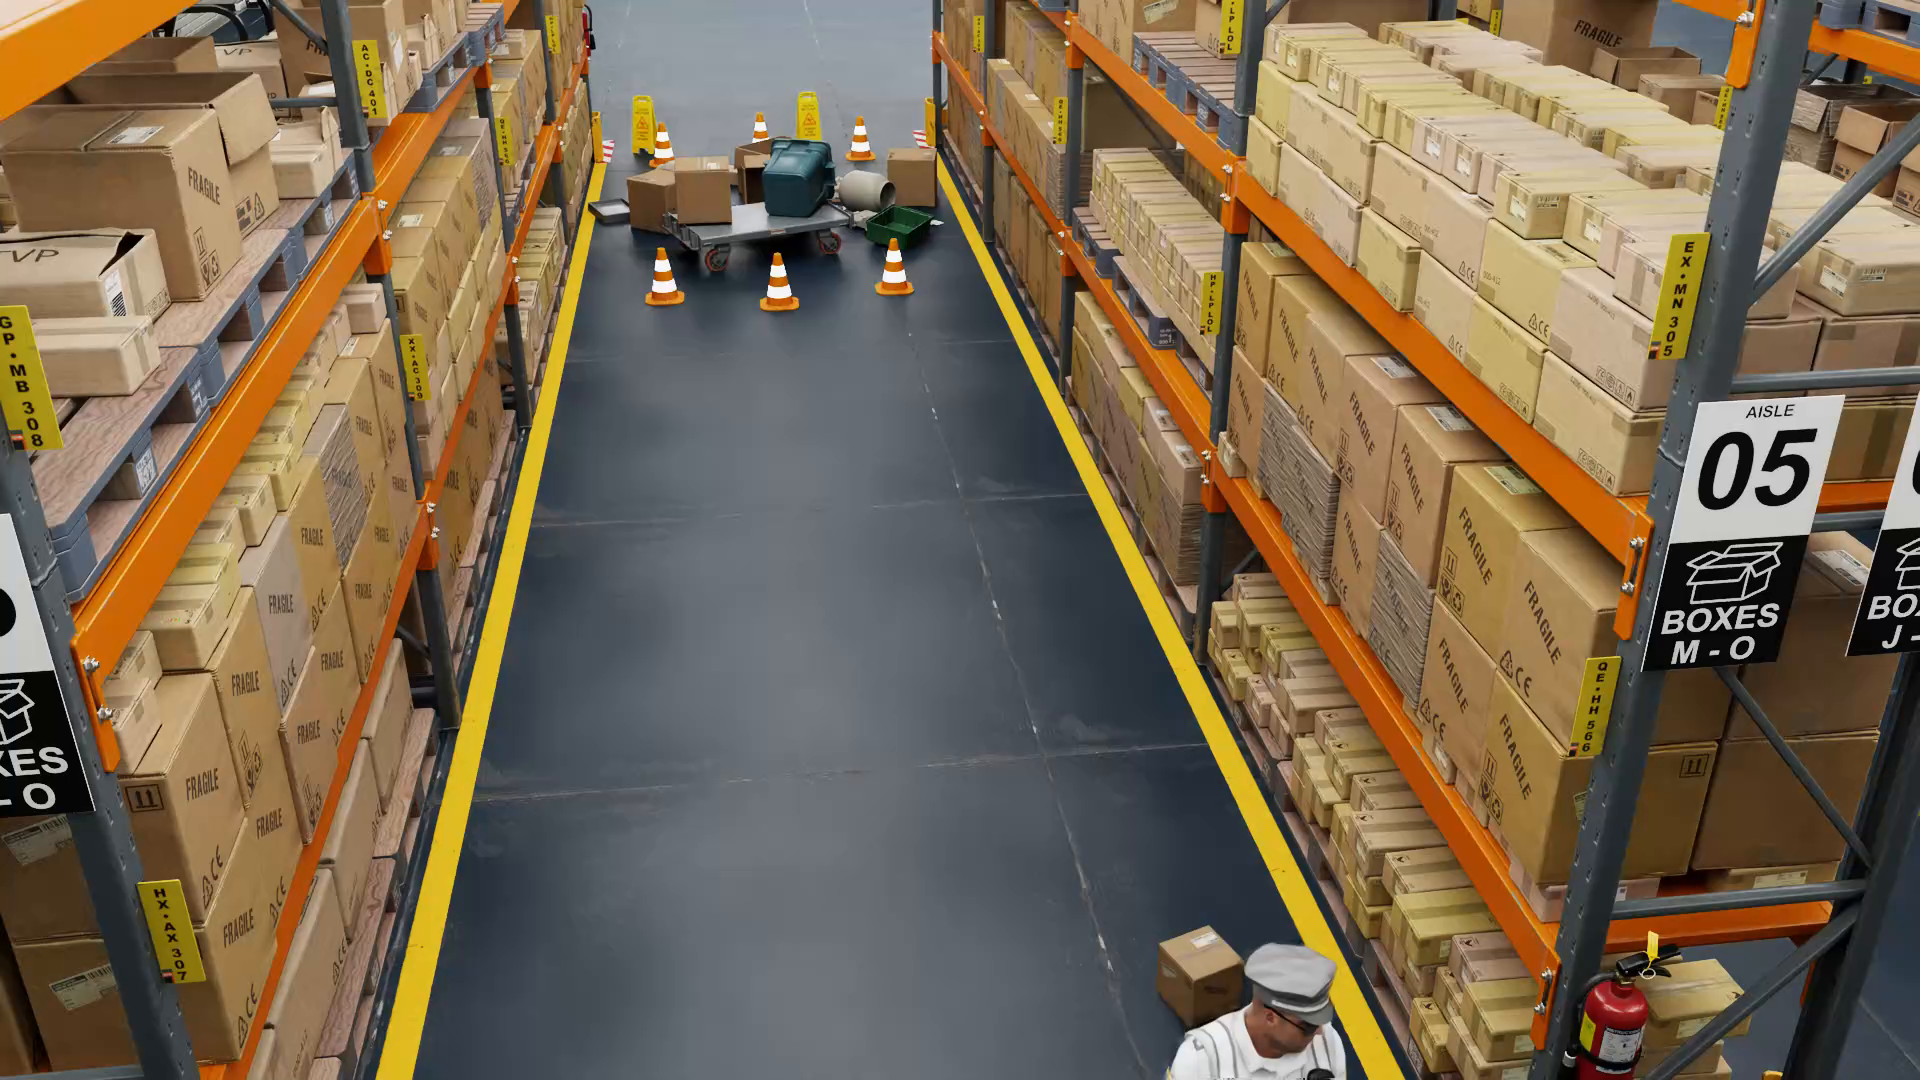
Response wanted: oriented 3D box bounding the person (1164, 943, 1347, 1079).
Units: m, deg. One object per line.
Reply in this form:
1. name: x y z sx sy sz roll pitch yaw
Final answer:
1. person: 0.851 1.942 4.784 0.585 1.716 0.848 -9 28 -17
